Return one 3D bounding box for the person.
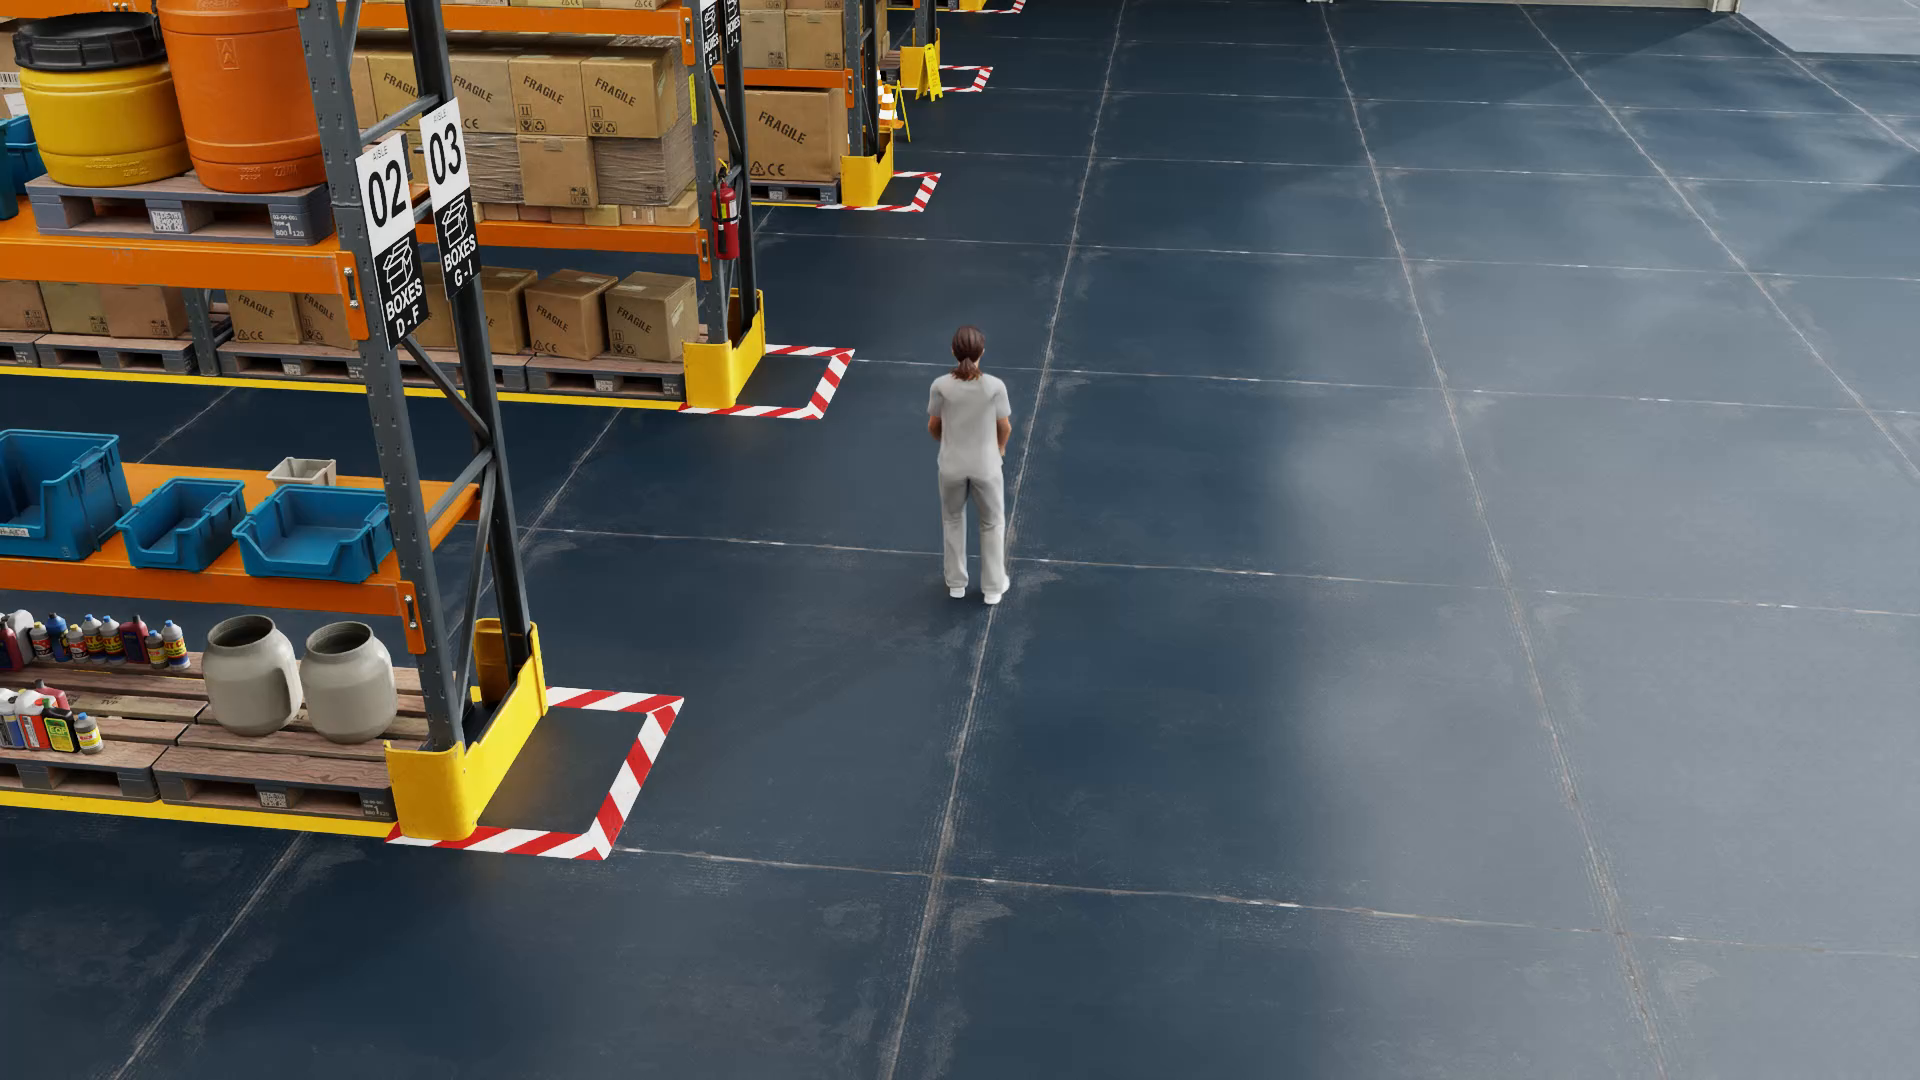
[{"bbox_3d":[0.056,-0.431,9.415,0.467,1.676,0.424,3,29,5],"label":"person"}]
